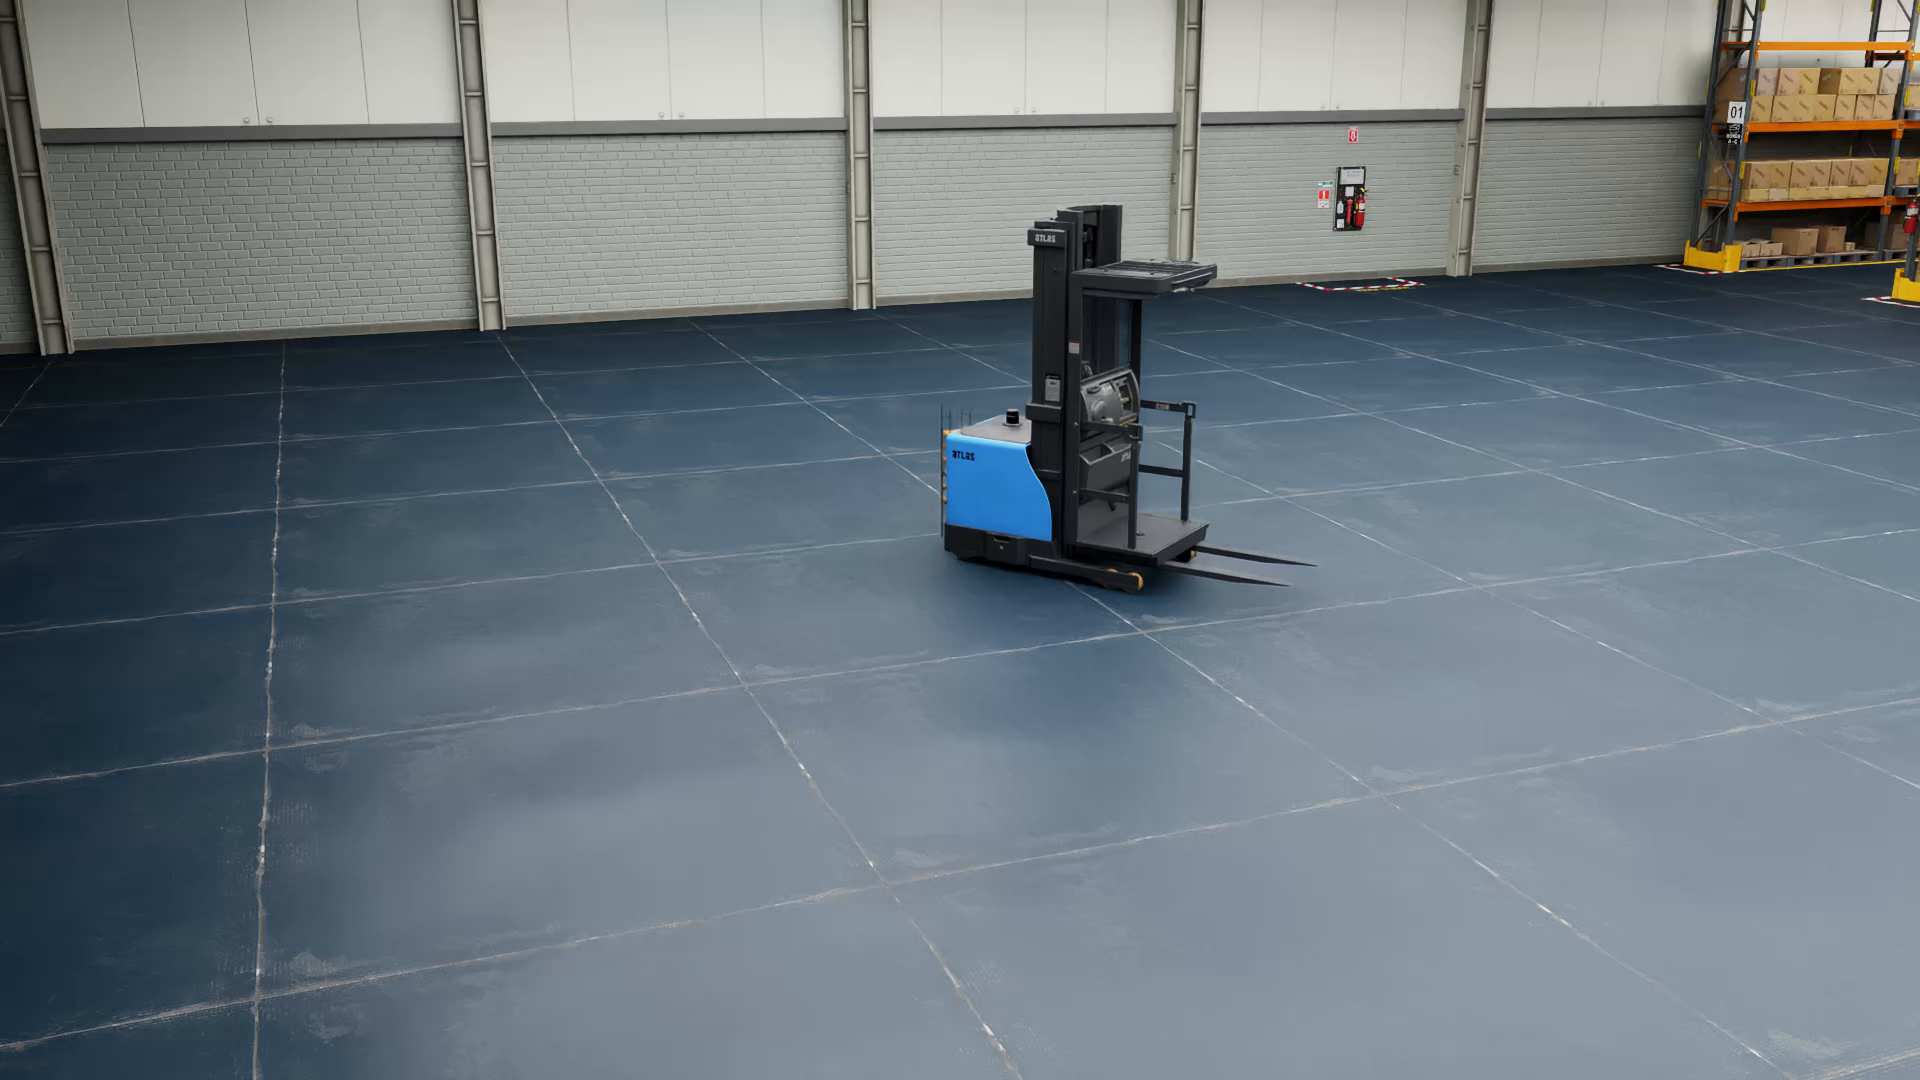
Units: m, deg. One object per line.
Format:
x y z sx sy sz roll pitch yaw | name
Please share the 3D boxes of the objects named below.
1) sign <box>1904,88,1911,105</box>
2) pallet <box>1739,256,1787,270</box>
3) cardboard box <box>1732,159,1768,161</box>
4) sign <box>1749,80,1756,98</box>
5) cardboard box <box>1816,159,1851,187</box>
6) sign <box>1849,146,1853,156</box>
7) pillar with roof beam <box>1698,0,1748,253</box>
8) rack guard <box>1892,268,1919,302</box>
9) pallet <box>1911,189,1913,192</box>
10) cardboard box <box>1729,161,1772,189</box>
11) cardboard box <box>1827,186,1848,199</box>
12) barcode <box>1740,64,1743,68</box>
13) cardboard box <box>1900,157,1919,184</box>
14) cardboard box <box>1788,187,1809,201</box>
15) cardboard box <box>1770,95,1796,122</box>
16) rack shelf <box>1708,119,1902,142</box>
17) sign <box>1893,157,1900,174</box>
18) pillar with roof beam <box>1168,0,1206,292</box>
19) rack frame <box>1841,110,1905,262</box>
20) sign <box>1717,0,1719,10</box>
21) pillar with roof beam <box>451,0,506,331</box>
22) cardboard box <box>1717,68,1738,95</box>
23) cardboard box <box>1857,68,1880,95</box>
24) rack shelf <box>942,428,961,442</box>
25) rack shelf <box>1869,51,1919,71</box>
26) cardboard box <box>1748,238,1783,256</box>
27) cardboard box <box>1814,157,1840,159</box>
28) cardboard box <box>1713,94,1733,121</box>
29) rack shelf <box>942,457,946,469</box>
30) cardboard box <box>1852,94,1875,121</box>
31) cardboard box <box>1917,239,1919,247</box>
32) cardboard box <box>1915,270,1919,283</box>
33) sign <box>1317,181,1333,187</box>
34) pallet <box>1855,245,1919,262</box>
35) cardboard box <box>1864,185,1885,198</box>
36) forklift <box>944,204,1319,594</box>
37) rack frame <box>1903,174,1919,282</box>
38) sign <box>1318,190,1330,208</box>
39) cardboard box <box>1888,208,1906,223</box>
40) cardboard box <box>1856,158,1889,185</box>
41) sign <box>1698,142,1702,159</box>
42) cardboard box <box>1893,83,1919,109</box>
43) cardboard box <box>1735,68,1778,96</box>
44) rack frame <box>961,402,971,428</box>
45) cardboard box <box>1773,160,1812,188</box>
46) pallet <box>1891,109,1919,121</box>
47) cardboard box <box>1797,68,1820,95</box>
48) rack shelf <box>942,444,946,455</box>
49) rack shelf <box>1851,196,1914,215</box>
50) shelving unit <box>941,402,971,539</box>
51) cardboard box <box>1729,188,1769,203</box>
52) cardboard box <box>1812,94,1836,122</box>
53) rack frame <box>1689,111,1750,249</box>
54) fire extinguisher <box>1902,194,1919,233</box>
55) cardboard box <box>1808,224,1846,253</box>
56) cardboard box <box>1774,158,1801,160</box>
18.760 -8.782 32.938 0.005 0.325 0.100 -6 17 -20 | sign
15.665 -5.575 33.210 1.213 0.211 1.003 -6 17 -20 | pallet
15.661 -7.282 32.972 0.500 0.500 0.500 -6 17 -19 | cardboard box
15.017 -8.549 31.512 0.005 0.325 0.100 -6 17 -20 | sign
17.289 -7.305 33.050 0.500 0.500 0.500 -7 18 -22 | cardboard box
18.356 -7.938 34.250 0.005 0.325 0.100 -6 17 -20 | sign
16.708 -8.877 28.856 0.400 9.000 9.100 -6 17 -20 | pillar with roof beam
16.577 -4.328 28.450 0.348 0.500 1.175 -6 17 -20 | rack guard
20.460 -7.337 34.601 1.213 0.211 1.003 -6 17 -20 | pallet
15.377 -7.100 32.351 0.500 0.500 0.500 -6 17 -20 | cardboard box
17.292 -6.944 33.151 0.500 0.250 0.500 -6 17 -20 | cardboard box
15.307 -9.291 32.573 0.075 0.075 0.001 -6 17 -20 | barcode
19.570 -7.592 34.170 0.500 0.500 0.700 -4 17 -14 | cardboard box
16.350 -6.842 32.805 0.500 0.250 0.500 -6 18 -21 | cardboard box
15.739 -8.343 32.147 0.500 0.500 0.500 -5 17 -16 | cardboard box
16.691 -8.129 32.909 4.000 0.370 1.077 -6 17 -20 | rack shelf
18.760 -7.510 33.311 0.005 0.325 0.100 -6 17 -20 | sign
5.502 -7.667 24.736 0.400 9.000 9.100 -6 17 -20 | pillar with roof beam
18.558 -7.236 33.917 0.127 3.000 1.000 -6 17 -20 | rack frame
14.644 -10.384 32.048 0.005 0.325 0.100 -6 17 -20 | sign
-5.703 -6.457 20.617 0.400 9.000 9.100 -6 17 -20 | pillar with roof beam
15.132 -8.922 32.345 0.500 0.500 0.500 -5 17 -18 | cardboard box
17.677 -9.033 32.723 0.500 0.500 0.500 -5 17 -17 | cardboard box
-0.035 -0.881 14.349 0.180 0.103 0.258 -6 17 -20 | rack shelf
20.426 -9.779 33.916 4.000 0.370 1.077 -6 17 -20 | rack shelf
16.034 -5.858 33.213 0.500 0.311 0.500 -5 17 -15 | cardboard box
17.560 -7.490 33.681 0.500 0.500 0.500 -6 17 -20 | cardboard box
15.122 -8.439 32.474 0.500 0.500 0.500 -5 17 -16 | cardboard box
-0.035 -0.651 14.416 0.180 0.103 0.258 -6 17 -20 | rack shelf
17.698 -8.570 32.920 0.500 0.500 0.500 -8 18 -25 | cardboard box
19.704 -6.392 34.697 0.500 0.500 0.700 -7 18 -21 | cardboard box
16.994 -4.544 28.883 0.500 0.250 0.500 -6 17 -20 | cardboard box
6.698 -6.528 30.501 0.331 0.109 0.001 -6 17 -20 | sign
19.285 -5.977 34.578 1.213 0.211 1.003 -6 17 -20 | pallet
18.225 -7.047 33.501 0.500 0.250 0.500 -6 17 -20 | cardboard box
1.390 -1.153 13.322 3.031 2.935 1.130 10 19 30 | forklift
16.599 -5.530 28.106 0.127 3.000 1.000 -6 17 -20 | rack frame
6.690 -6.276 30.582 0.234 0.329 0.001 -6 17 -20 | sign
19.650 -6.732 34.523 0.500 0.250 0.500 -7 18 -21 | cardboard box
18.228 -7.405 33.390 0.500 0.500 0.500 -6 17 -20 | cardboard box
14.643 -7.688 32.840 0.005 0.325 0.100 -6 17 -20 | sign
19.098 -8.959 33.537 0.500 0.500 0.500 -4 17 -12 | cardboard box
15.270 -8.785 31.878 0.500 0.500 0.500 -8 18 -24 | cardboard box
0.050 -0.587 14.469 0.006 1.200 0.240 -6 17 -20 | rack frame
16.326 -7.197 32.683 0.500 0.500 0.500 -7 18 -22 | cardboard box
19.173 -8.620 33.637 1.003 0.211 1.213 -6 17 -20 | pallet
16.231 -8.876 32.191 0.500 0.500 0.500 -6 17 -19 | cardboard box
-0.035 -0.766 14.383 0.180 0.103 0.258 -6 17 -20 | rack shelf
20.426 -7.093 34.705 4.000 0.370 1.077 -6 17 -20 | rack shelf
-0.035 -0.578 14.438 0.189 1.200 0.258 -6 17 -20 | shelving unit
15.392 -6.736 32.445 0.500 0.250 0.500 -7 18 -22 | cardboard box
16.715 -8.456 32.532 0.500 0.500 0.500 -5 17 -17 | cardboard box
14.823 -6.833 32.543 0.127 3.000 1.000 -6 17 -20 | rack frame
16.323 -5.603 28.493 0.183 0.674 0.296 -6 17 -20 | fire extinguisher
17.604 -6.133 33.815 0.500 0.500 0.500 -8 18 -24 | cardboard box
16.612 -7.386 33.327 0.500 0.500 0.500 -6 17 -19 | cardboard box
